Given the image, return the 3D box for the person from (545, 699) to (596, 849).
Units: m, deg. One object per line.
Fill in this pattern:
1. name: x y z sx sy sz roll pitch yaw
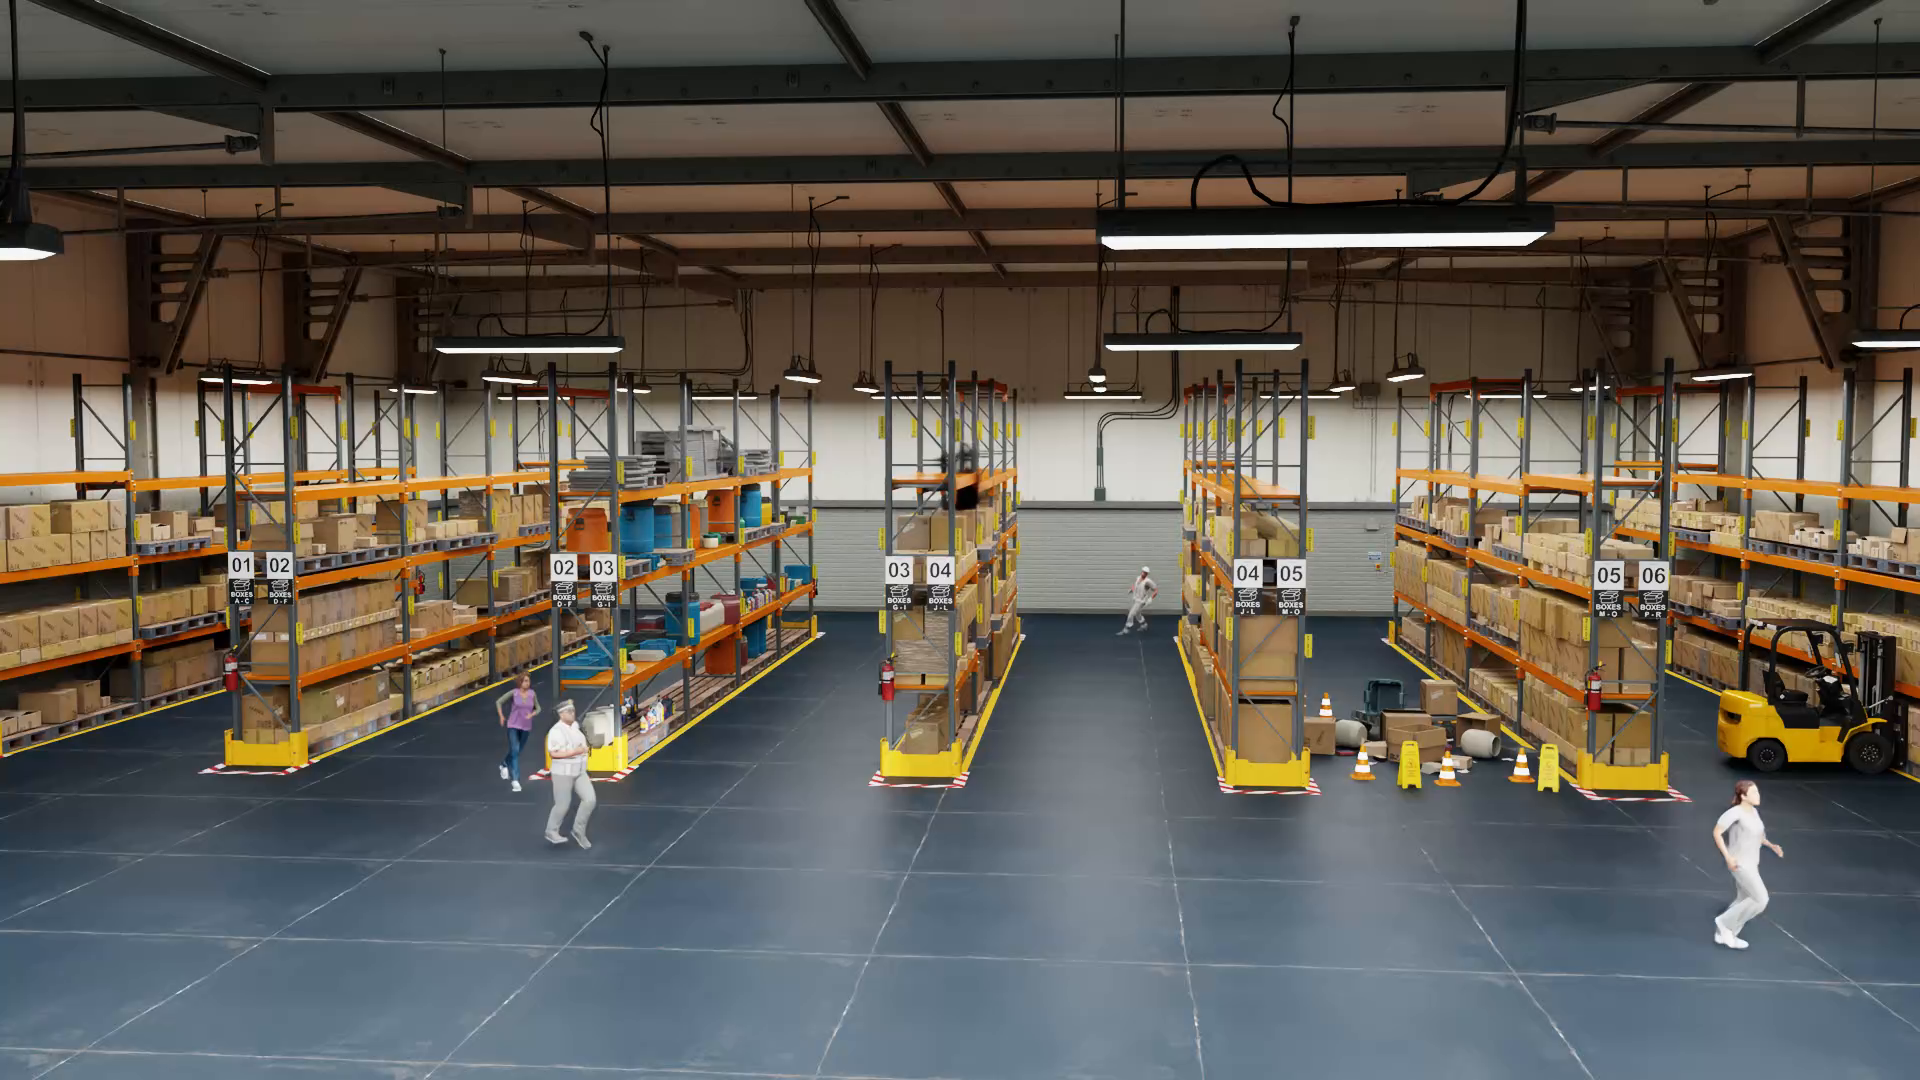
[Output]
1. person: -4.668 2.819 19.918 0.727 1.830 0.621 2 4 31

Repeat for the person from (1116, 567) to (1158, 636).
1. person: 4.263 1.478 40.448 0.950 1.700 0.851 -1 4 -8

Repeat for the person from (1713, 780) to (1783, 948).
1. person: 7.586 3.128 16.008 0.573 1.631 0.568 -4 5 -44

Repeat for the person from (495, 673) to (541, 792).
1. person: -6.207 2.668 23.453 0.579 1.585 0.860 -3 5 -38
